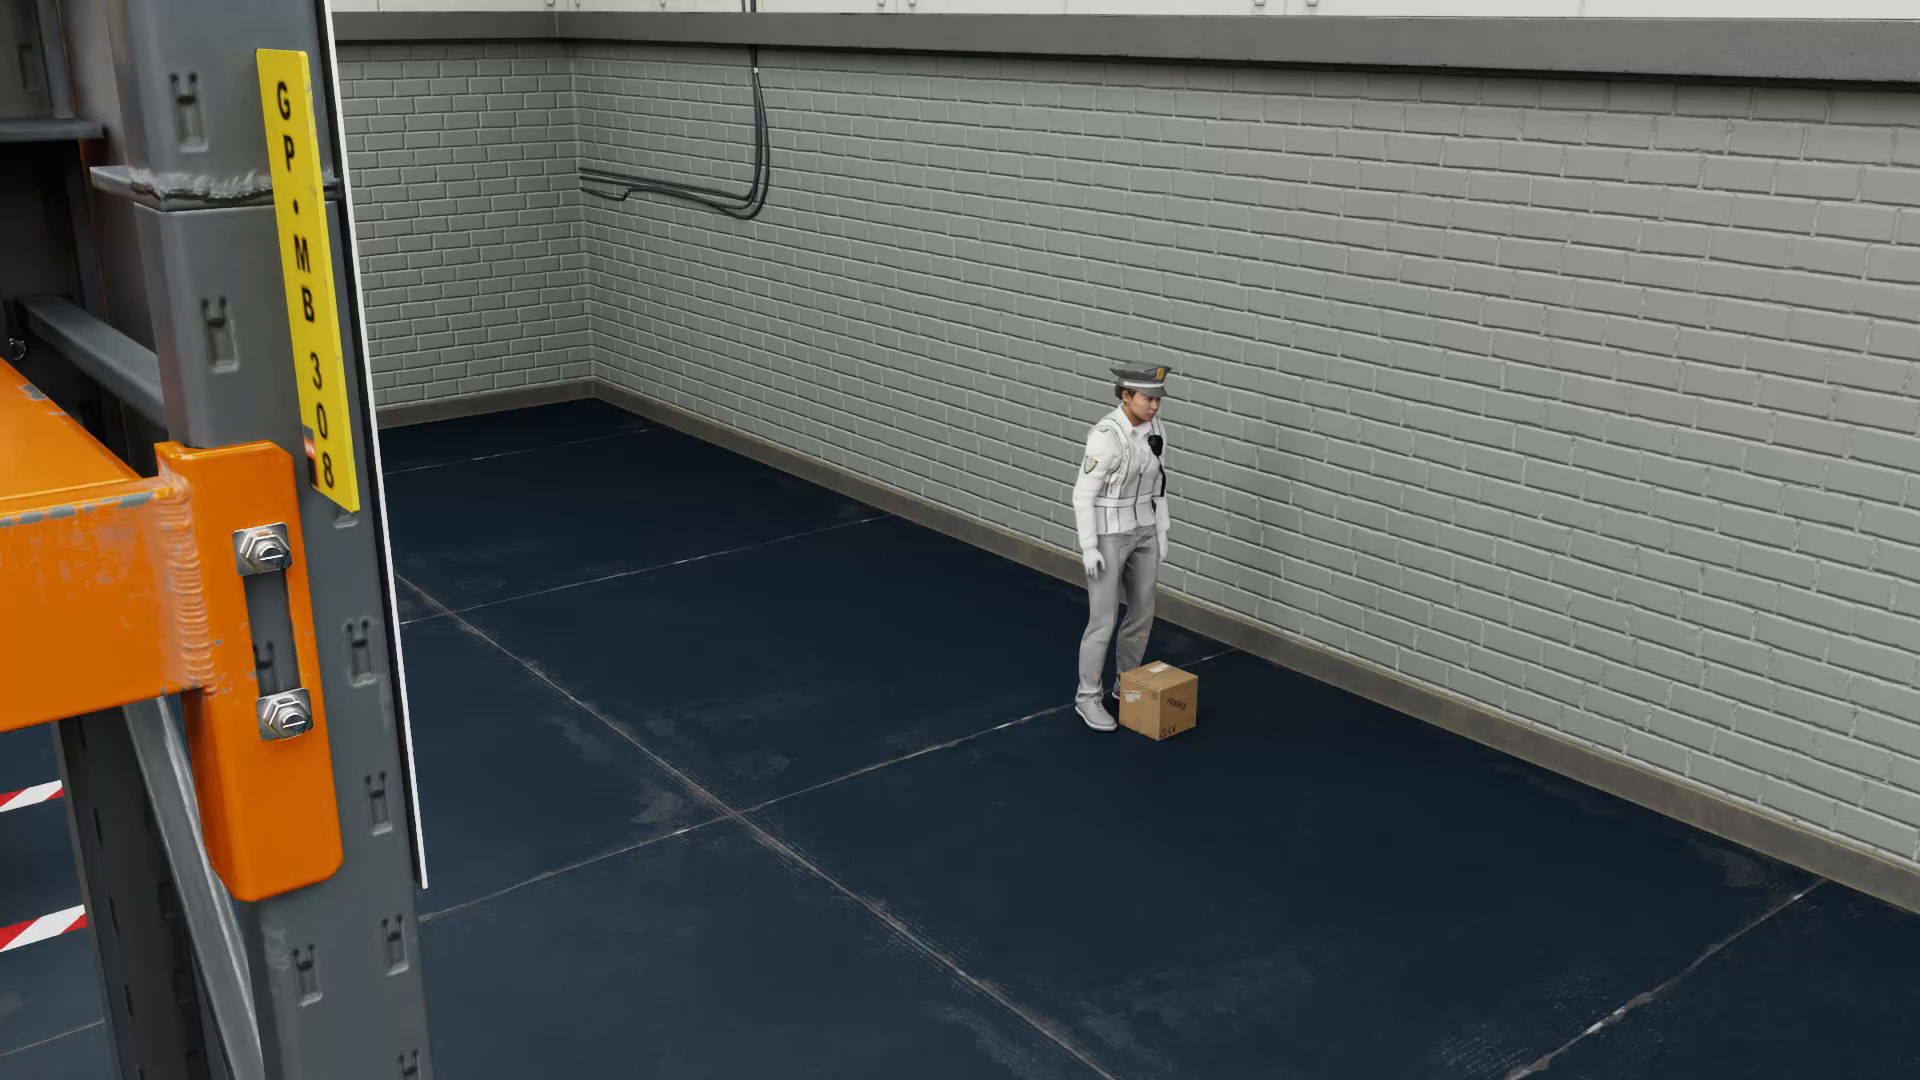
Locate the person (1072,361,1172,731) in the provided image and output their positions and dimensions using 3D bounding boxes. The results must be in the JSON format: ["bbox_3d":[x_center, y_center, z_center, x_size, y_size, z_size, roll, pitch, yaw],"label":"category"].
[{"bbox_3d":[0.743,0.003,7.537,0.528,1.663,0.375,-13,22,-36],"label":"person"}]
